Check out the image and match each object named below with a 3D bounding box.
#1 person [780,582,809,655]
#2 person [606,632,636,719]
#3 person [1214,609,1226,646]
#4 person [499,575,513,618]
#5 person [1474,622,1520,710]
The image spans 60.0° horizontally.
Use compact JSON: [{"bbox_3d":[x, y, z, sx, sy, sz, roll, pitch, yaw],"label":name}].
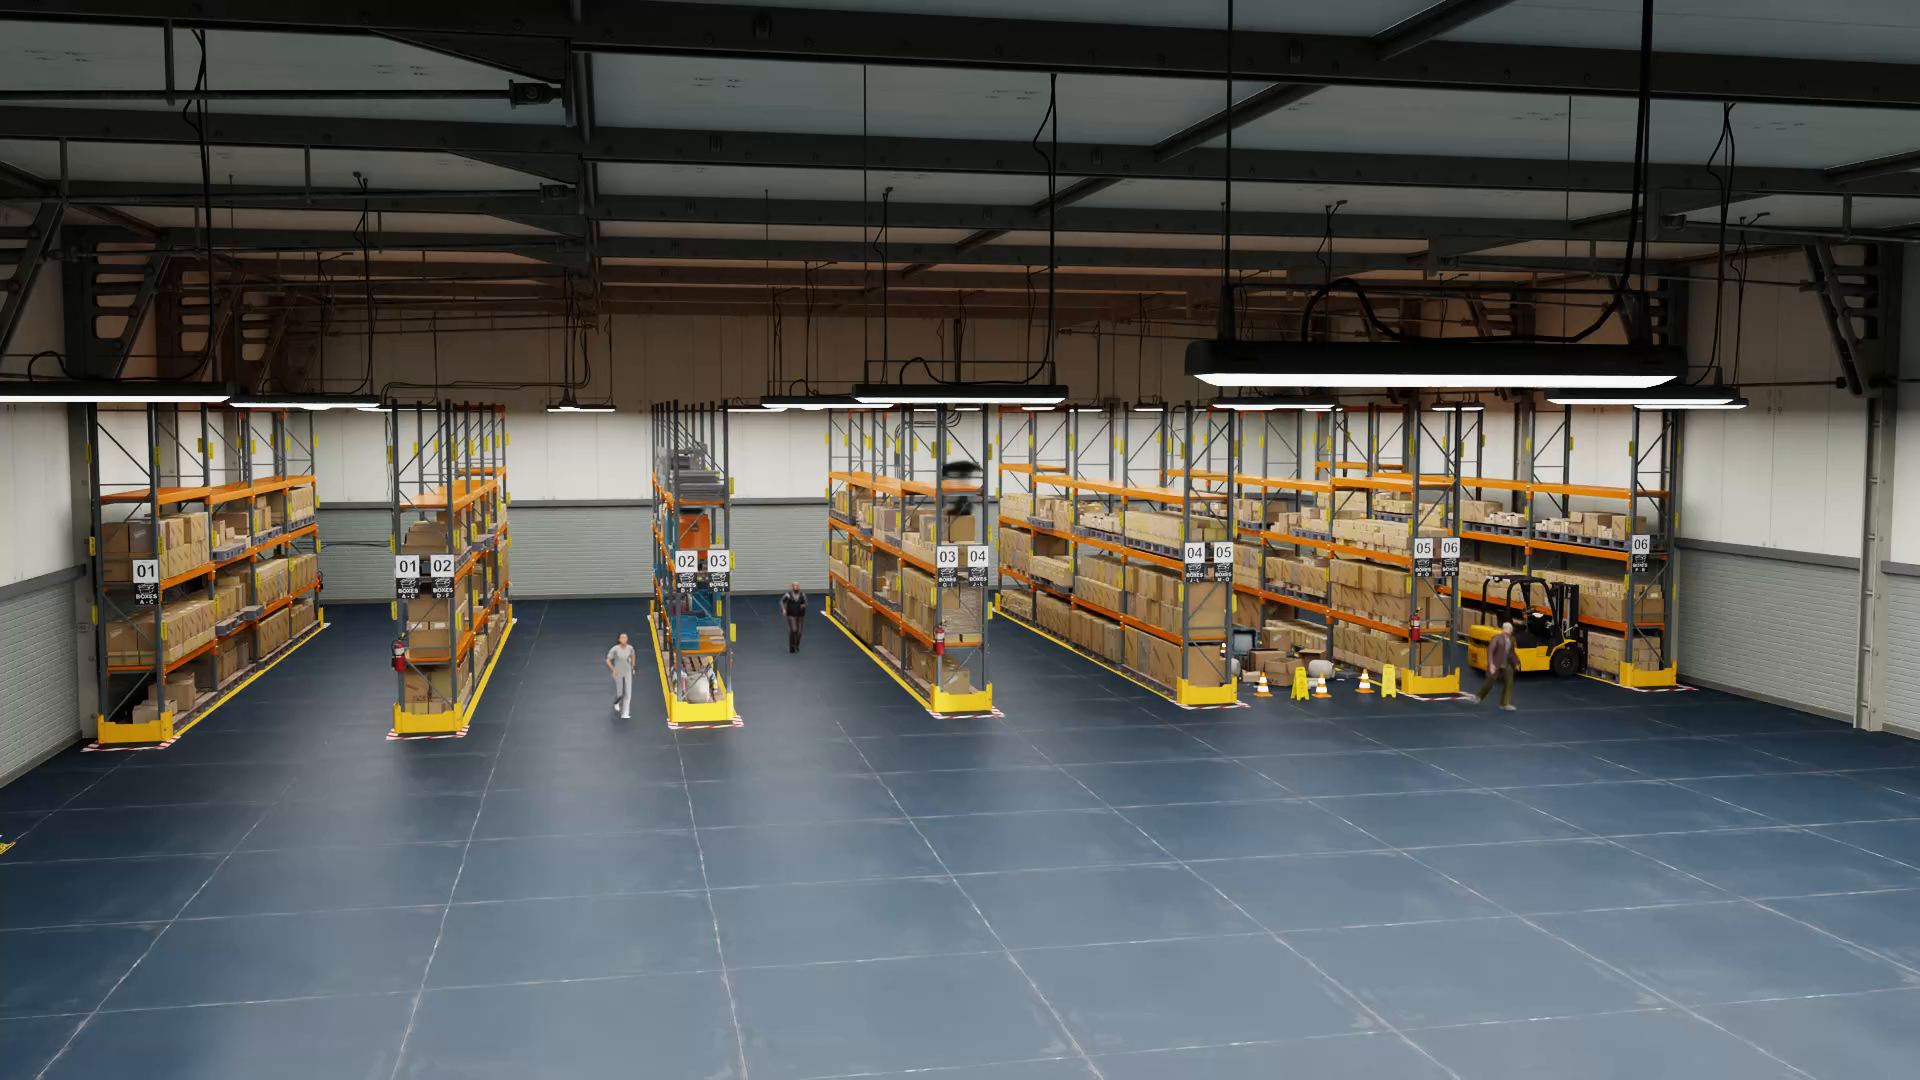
[{"bbox_3d":[-3.933,1.873,39.786,0.636,1.747,0.725,-2,5,-21],"label":"person"},{"bbox_3d":[-6.405,2.538,31.450,0.584,1.635,0.817,-2,5,-27],"label":"person"},{"bbox_3d":[6.360,1.860,41.316,0.684,1.470,0.991,-3,5,-33],"label":"person"},{"bbox_3d":[-12.961,1.388,47.008,0.620,1.641,0.640,0,4,0],"label":"person"},{"bbox_3d":[10.485,2.432,32.424,0.763,1.713,0.922,-2,5,-23],"label":"person"}]
